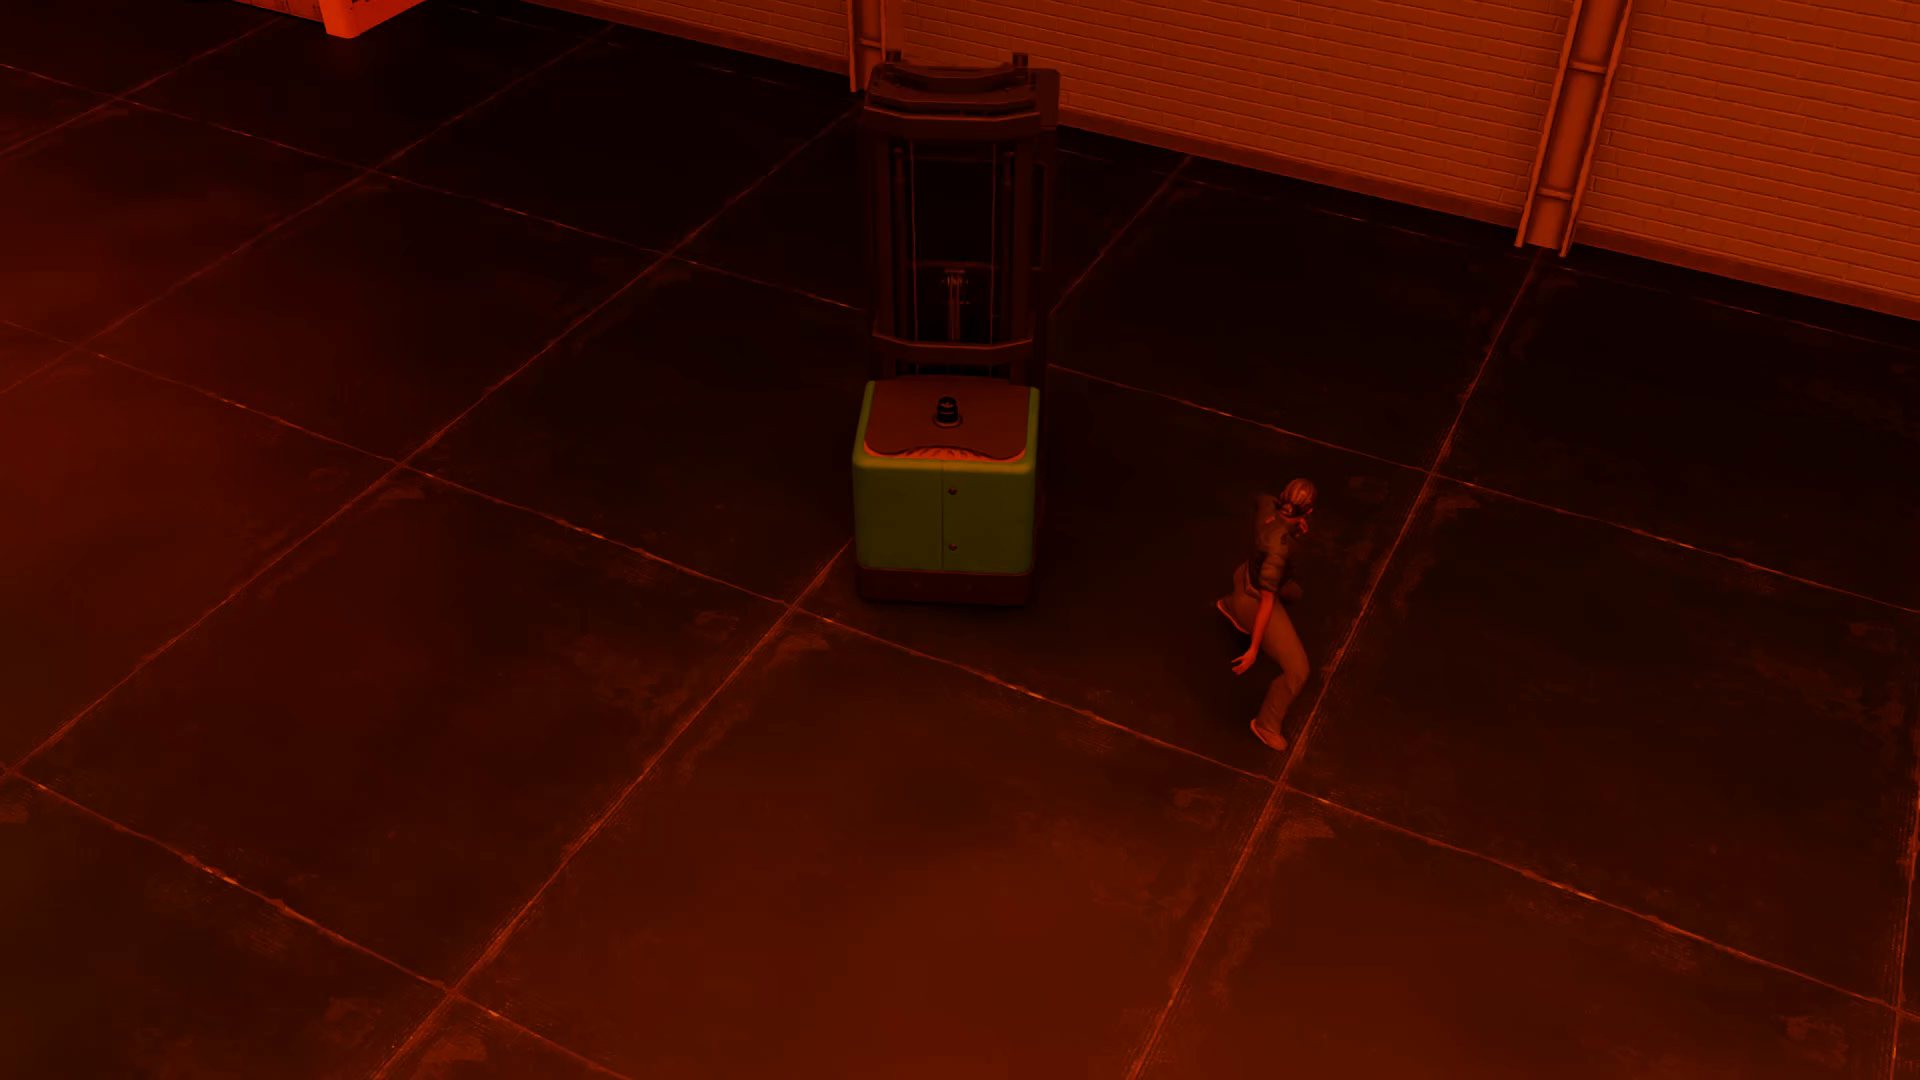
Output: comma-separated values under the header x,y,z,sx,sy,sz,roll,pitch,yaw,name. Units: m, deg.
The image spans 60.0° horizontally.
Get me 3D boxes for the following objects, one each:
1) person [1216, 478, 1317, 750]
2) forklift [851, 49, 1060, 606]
x,y,z,sx,sy,sz,roll,pitch,yaw,name
1.630,0.320,8.780,0.500,1.565,1.109,6,40,7,person
0.006,-1.671,9.970,1.130,2.935,3.031,3,40,3,forklift
